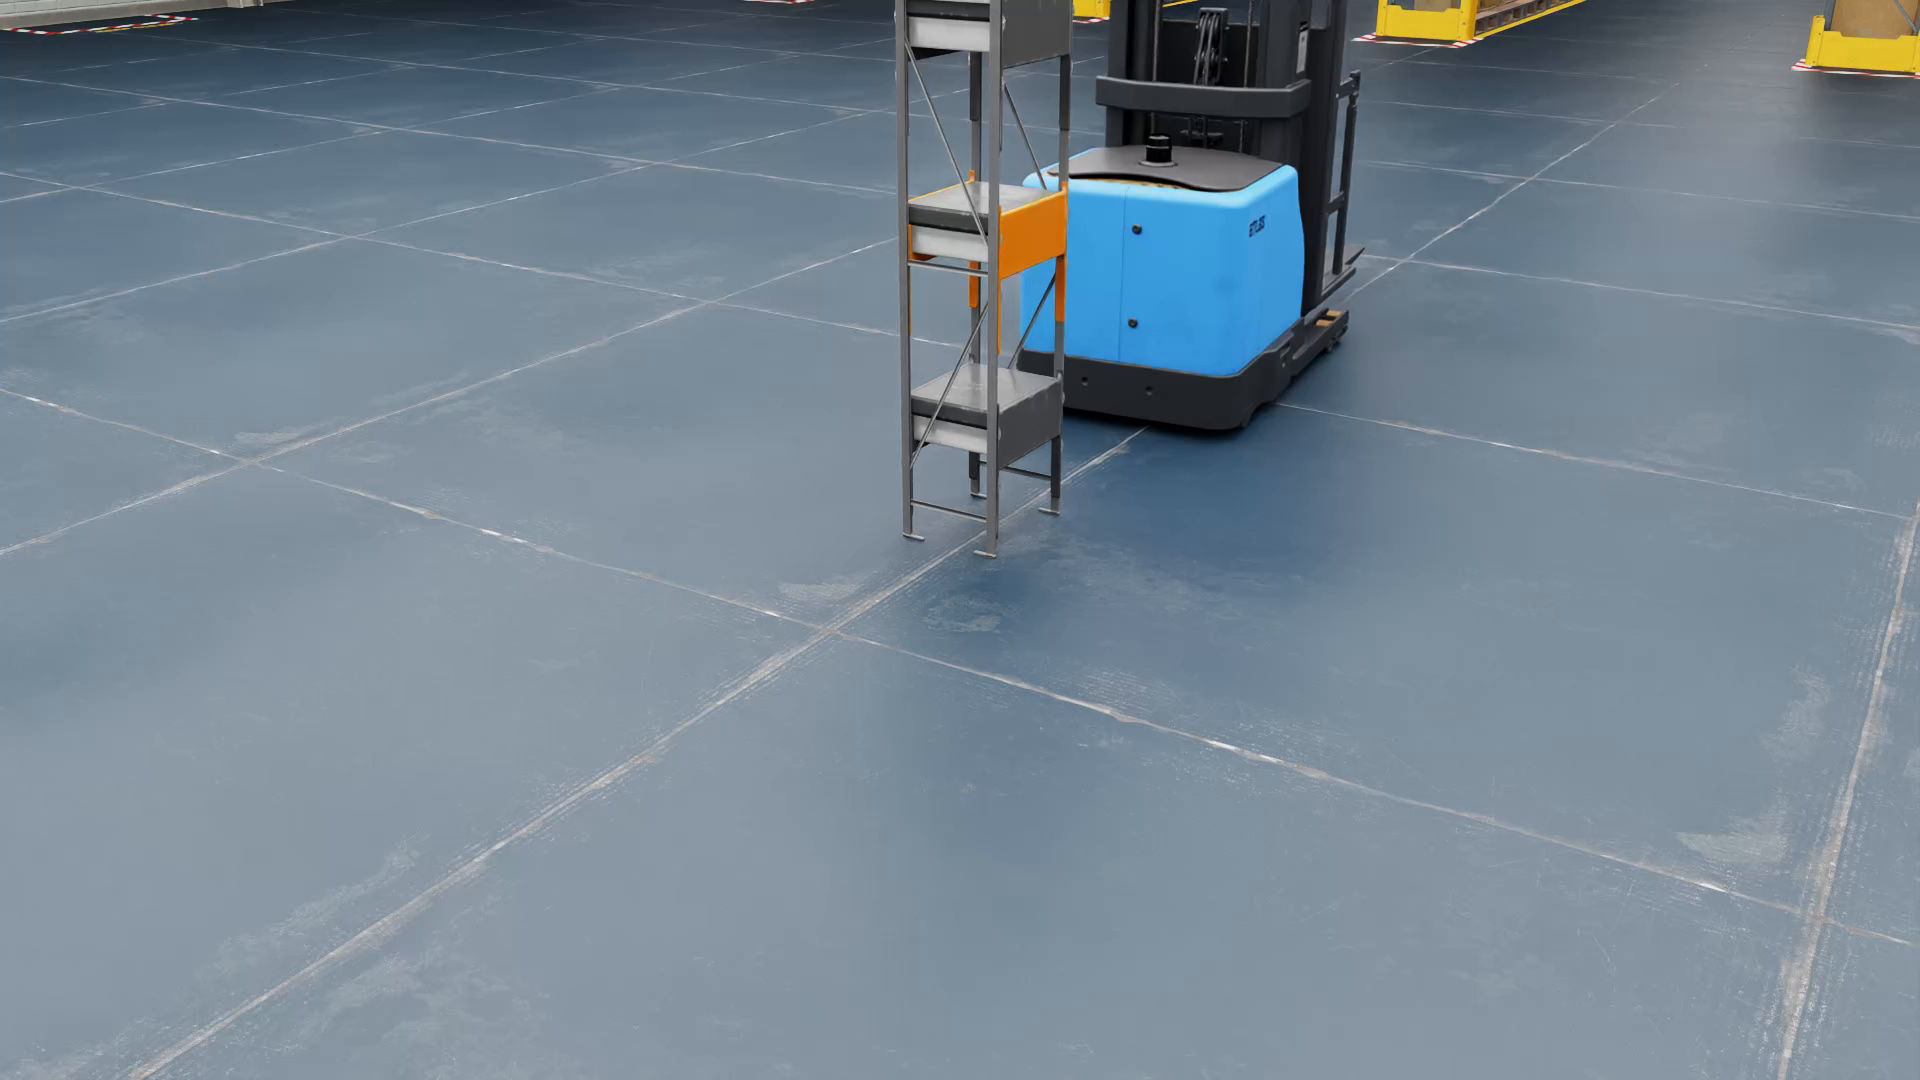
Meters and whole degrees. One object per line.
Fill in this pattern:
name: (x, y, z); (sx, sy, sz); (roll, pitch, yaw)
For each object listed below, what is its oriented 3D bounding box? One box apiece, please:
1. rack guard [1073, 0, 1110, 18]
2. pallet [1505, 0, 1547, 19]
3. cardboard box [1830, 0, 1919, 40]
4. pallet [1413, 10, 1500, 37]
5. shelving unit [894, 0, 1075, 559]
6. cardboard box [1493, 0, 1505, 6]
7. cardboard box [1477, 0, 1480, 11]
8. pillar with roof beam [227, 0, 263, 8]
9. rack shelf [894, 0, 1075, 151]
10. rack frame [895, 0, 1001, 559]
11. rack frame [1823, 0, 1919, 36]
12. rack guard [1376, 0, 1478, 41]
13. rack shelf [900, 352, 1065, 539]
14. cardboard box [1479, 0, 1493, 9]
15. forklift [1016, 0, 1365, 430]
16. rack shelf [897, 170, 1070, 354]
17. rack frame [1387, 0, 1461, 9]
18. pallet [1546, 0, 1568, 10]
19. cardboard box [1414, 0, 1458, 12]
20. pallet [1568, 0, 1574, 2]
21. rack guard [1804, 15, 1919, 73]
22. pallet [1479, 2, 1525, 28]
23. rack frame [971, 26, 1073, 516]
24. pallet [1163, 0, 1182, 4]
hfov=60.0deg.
rack guard: (1.549, -7.563, 23.092); (1.175, 0.500, 0.348); (14, 27, 29)
pallet: (7.542, -7.473, 23.247); (1.003, 0.211, 1.213); (14, 27, 29)
cardboard box: (10.219, -6.024, 18.535); (0.875, 0.875, 0.875); (14, 27, 29)
pallet: (6.255, -6.650, 21.345); (1.003, 0.211, 1.213); (14, 27, 29)
shelving unit: (0.087, -1.019, 5.962); (0.431, 2.100, 0.503); (14, 27, 29)
cardboard box: (7.065, -7.485, 22.383); (0.500, 0.500, 0.500); (11, 26, 24)
cardboard box: (6.386, -7.099, 21.490); (0.500, 0.500, 0.500); (-20, 31, -39)
pillar with roof beam: (-6.741, -10.994, 20.320); (9.100, 9.000, 0.400); (14, 27, 29)
rack shelf: (0.087, -1.649, 5.689); (0.431, 0.518, 0.480); (14, 27, 29)
rack frame: (-0.041, -0.937, 5.772); (0.400, 2.100, 0.015); (14, 27, 29)
rack frame: (9.917, -6.563, 17.636); (1.000, 3.000, 0.127); (14, 27, 29)
rack guard: (5.797, -6.516, 20.671); (1.175, 0.500, 0.348); (14, 27, 29)
rack shelf: (0.087, -0.365, 6.245); (0.431, 0.518, 0.480); (14, 27, 29)
cardboard box: (6.733, -7.306, 21.969); (0.500, 0.500, 0.500); (17, 29, 34)
forklift: (1.364, -2.368, 8.031); (1.130, 2.935, 3.031); (11, 26, 24)
rack shelf: (0.087, -1.007, 5.967); (0.431, 0.518, 0.480); (14, 27, 29)
rack frame: (5.757, -7.637, 20.116); (1.000, 3.000, 0.127); (14, 27, 29)
pallet: (8.276, -7.970, 24.396); (1.003, 0.211, 1.213); (14, 27, 29)
cardboard box: (6.100, -6.890, 21.007); (0.500, 0.500, 0.500); (20, 30, 38)
pallet: (8.919, -8.384, 25.351); (1.003, 0.211, 1.213); (14, 27, 29)
rack guard: (9.904, -5.408, 18.114); (1.175, 0.500, 0.348); (14, 27, 29)
pallet: (6.900, -7.060, 22.292); (1.003, 0.211, 1.213); (14, 27, 29)
rack frame: (0.216, -1.102, 6.152); (0.400, 2.100, 0.015); (14, 27, 29)
pallet: (2.626, -8.114, 24.727); (1.003, 0.211, 1.213); (14, 27, 29)
